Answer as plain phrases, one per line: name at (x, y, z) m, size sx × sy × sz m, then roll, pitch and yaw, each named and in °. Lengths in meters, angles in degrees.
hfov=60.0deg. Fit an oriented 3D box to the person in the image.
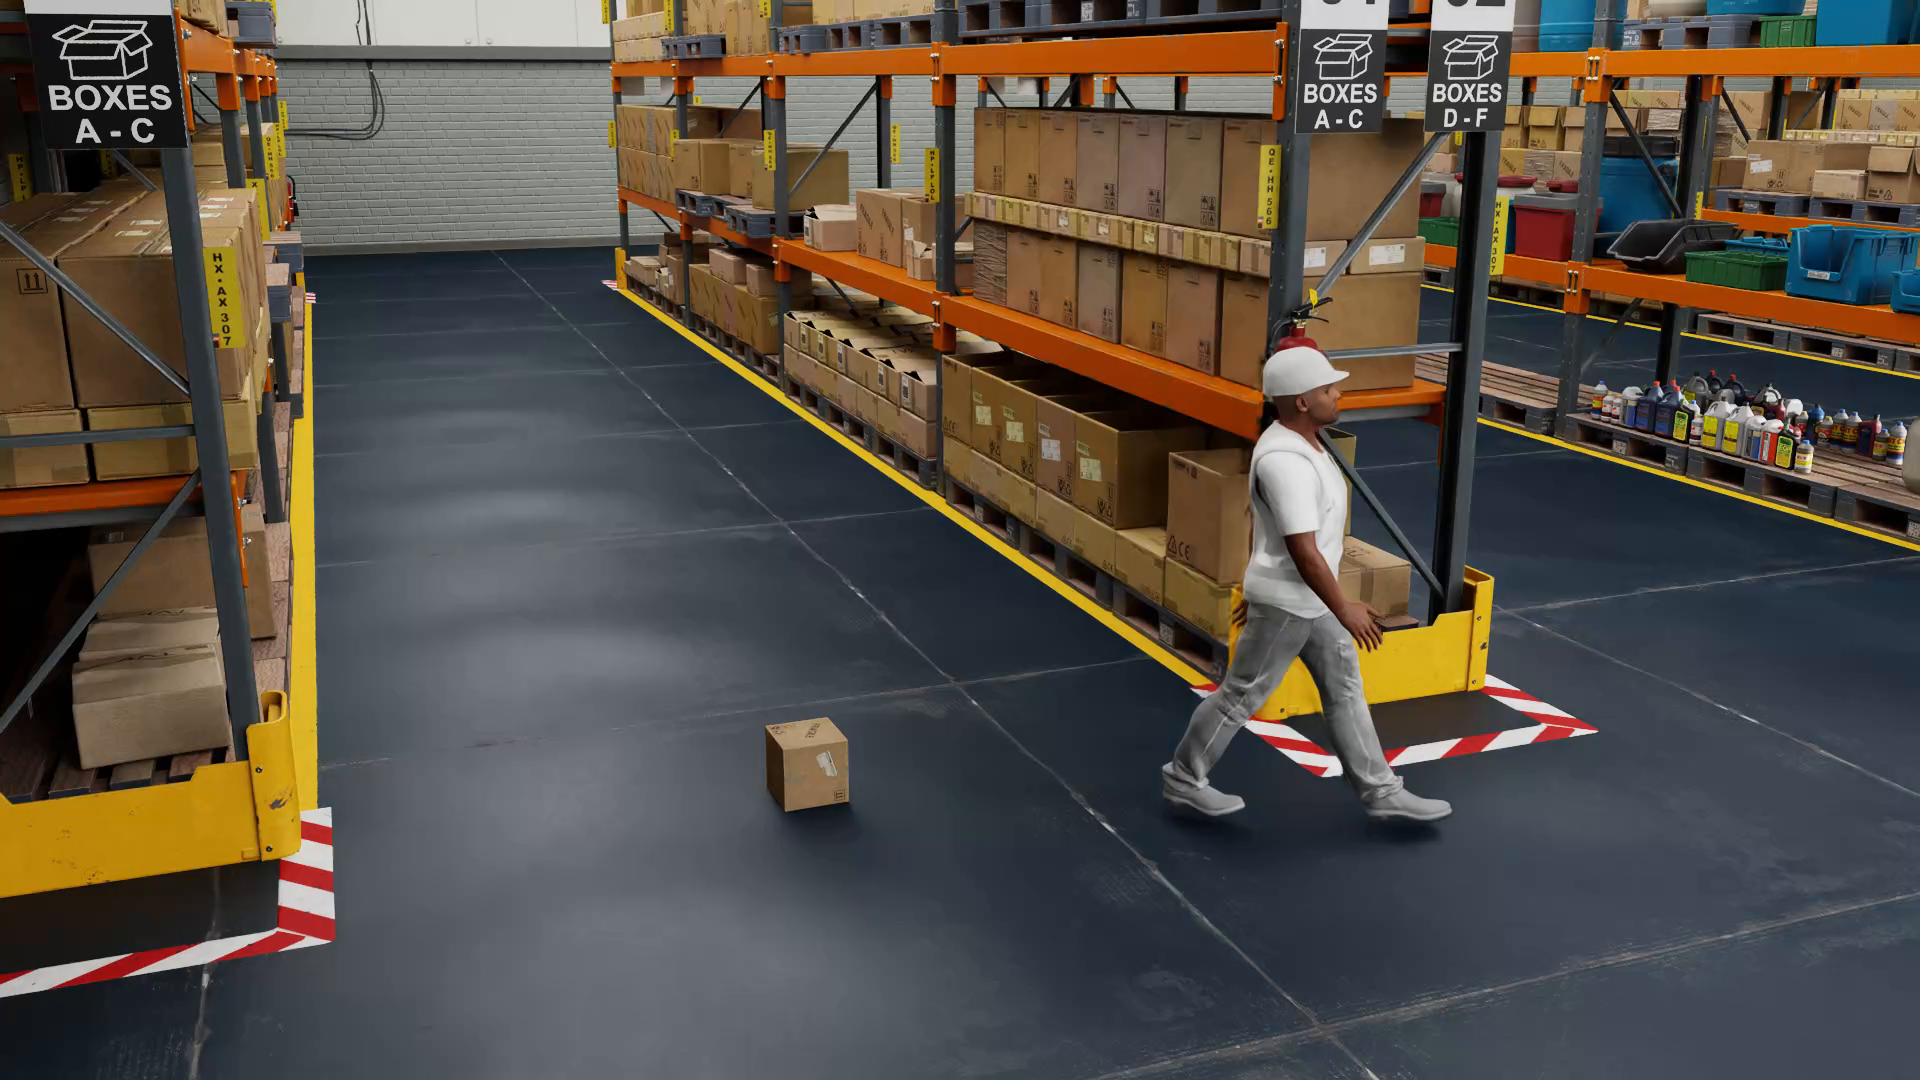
person at (1.234, 0.185, 5.773) m, size 1.030 × 1.708 × 0.564 m, roll 5°, pitch 16°, yaw 17°
